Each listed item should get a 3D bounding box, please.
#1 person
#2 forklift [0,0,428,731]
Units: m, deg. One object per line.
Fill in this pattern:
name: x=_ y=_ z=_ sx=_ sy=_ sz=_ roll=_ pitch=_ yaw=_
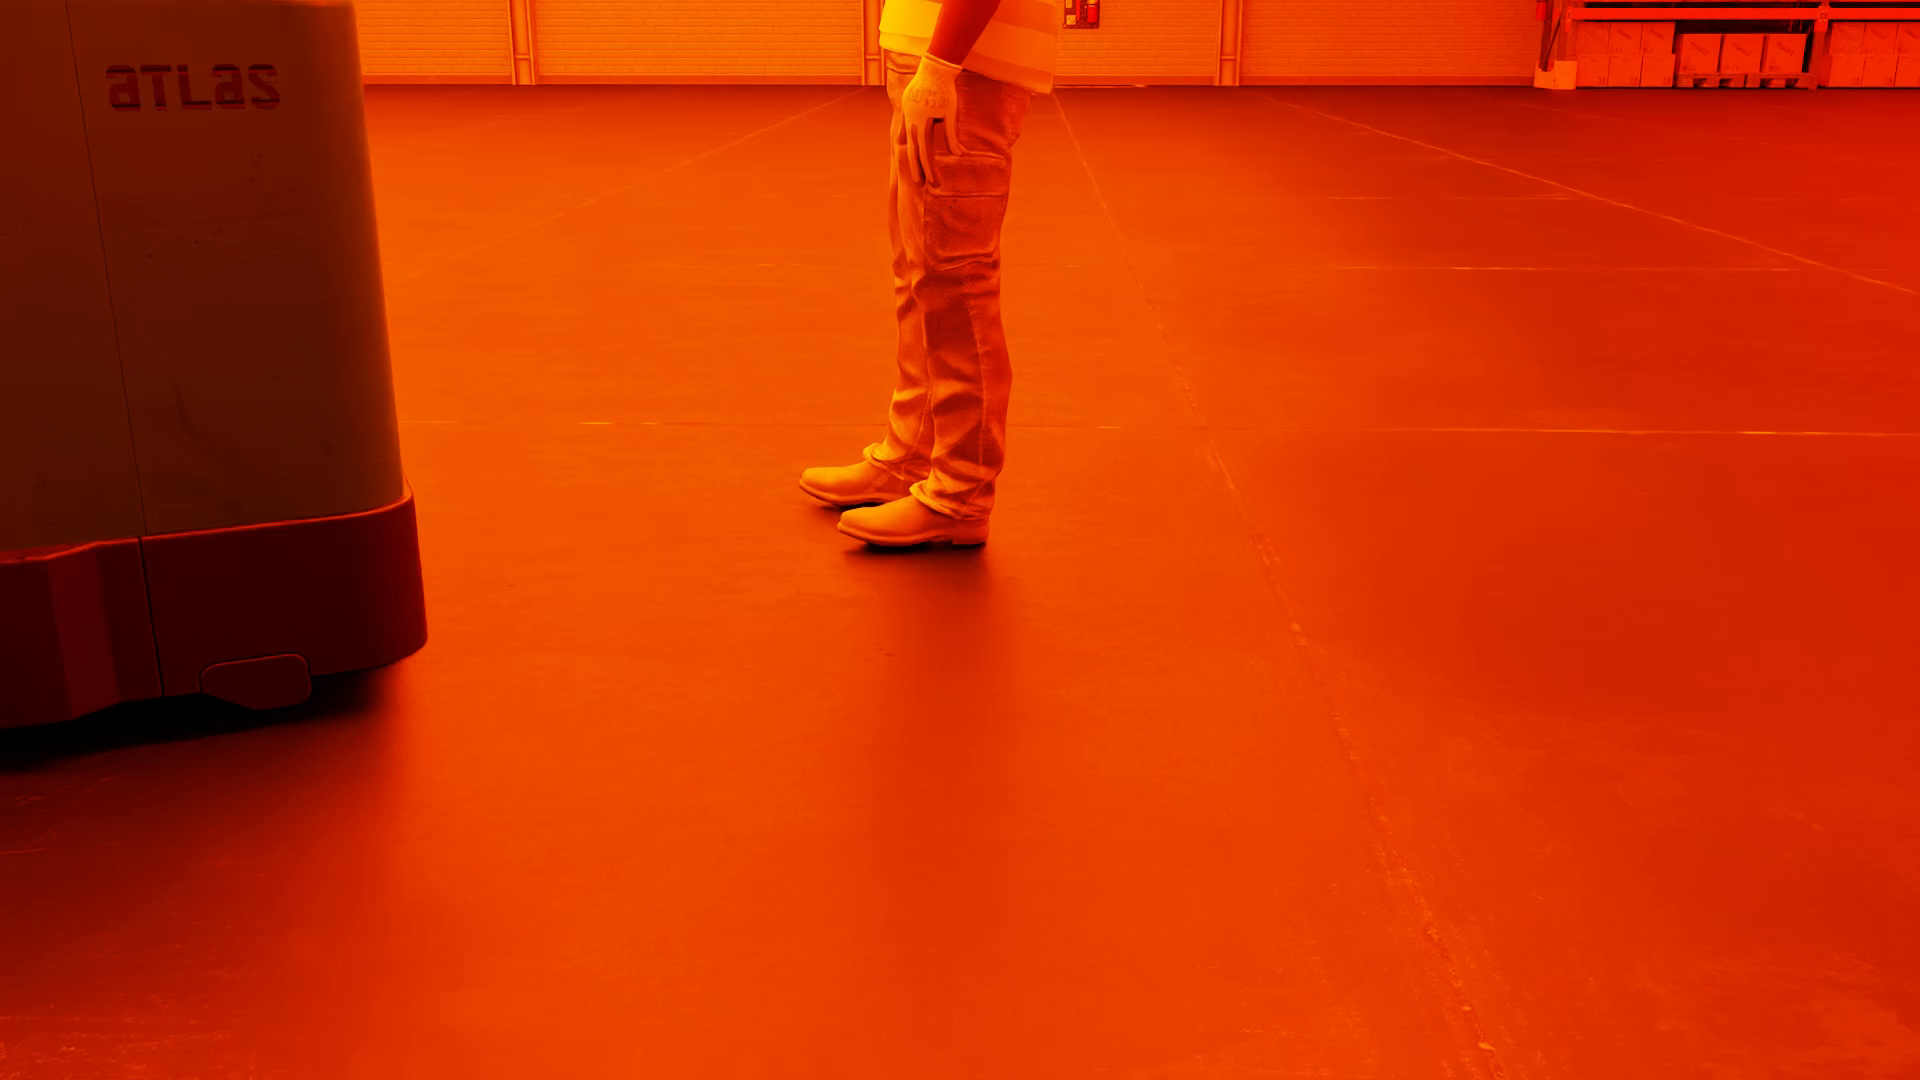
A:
person: x=-0.072 y=-0.862 z=3.115 sx=0.575 sy=1.785 sz=0.657 roll=1 pitch=17 yaw=2
forklift: x=-2.398 y=-1.108 z=1.997 sx=3.031 sy=2.935 sz=1.130 roll=-8 pitch=19 yaw=-23
